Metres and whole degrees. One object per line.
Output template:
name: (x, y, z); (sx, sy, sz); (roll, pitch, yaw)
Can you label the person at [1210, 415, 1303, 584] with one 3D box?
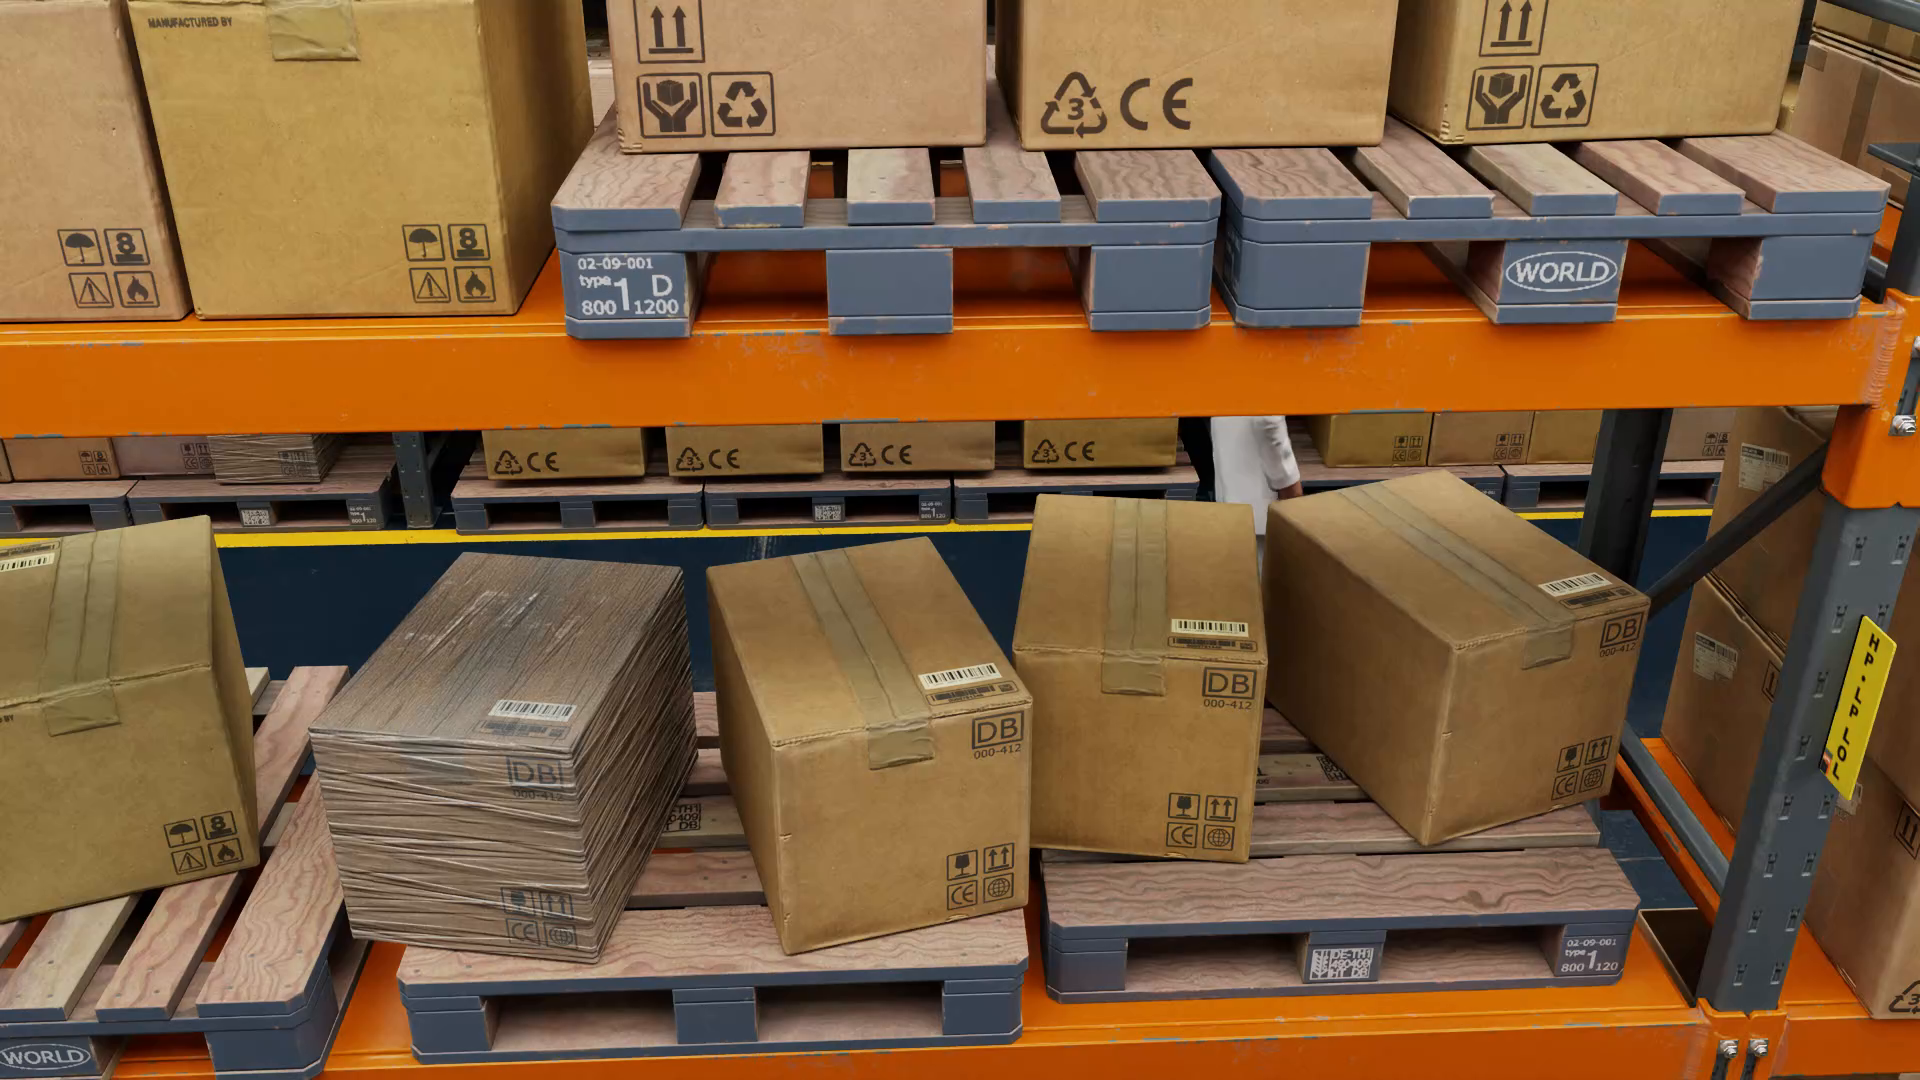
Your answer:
person: (1.222, -0.319, 6.756); (0.426, 1.775, 0.612); (-2, 27, -4)
